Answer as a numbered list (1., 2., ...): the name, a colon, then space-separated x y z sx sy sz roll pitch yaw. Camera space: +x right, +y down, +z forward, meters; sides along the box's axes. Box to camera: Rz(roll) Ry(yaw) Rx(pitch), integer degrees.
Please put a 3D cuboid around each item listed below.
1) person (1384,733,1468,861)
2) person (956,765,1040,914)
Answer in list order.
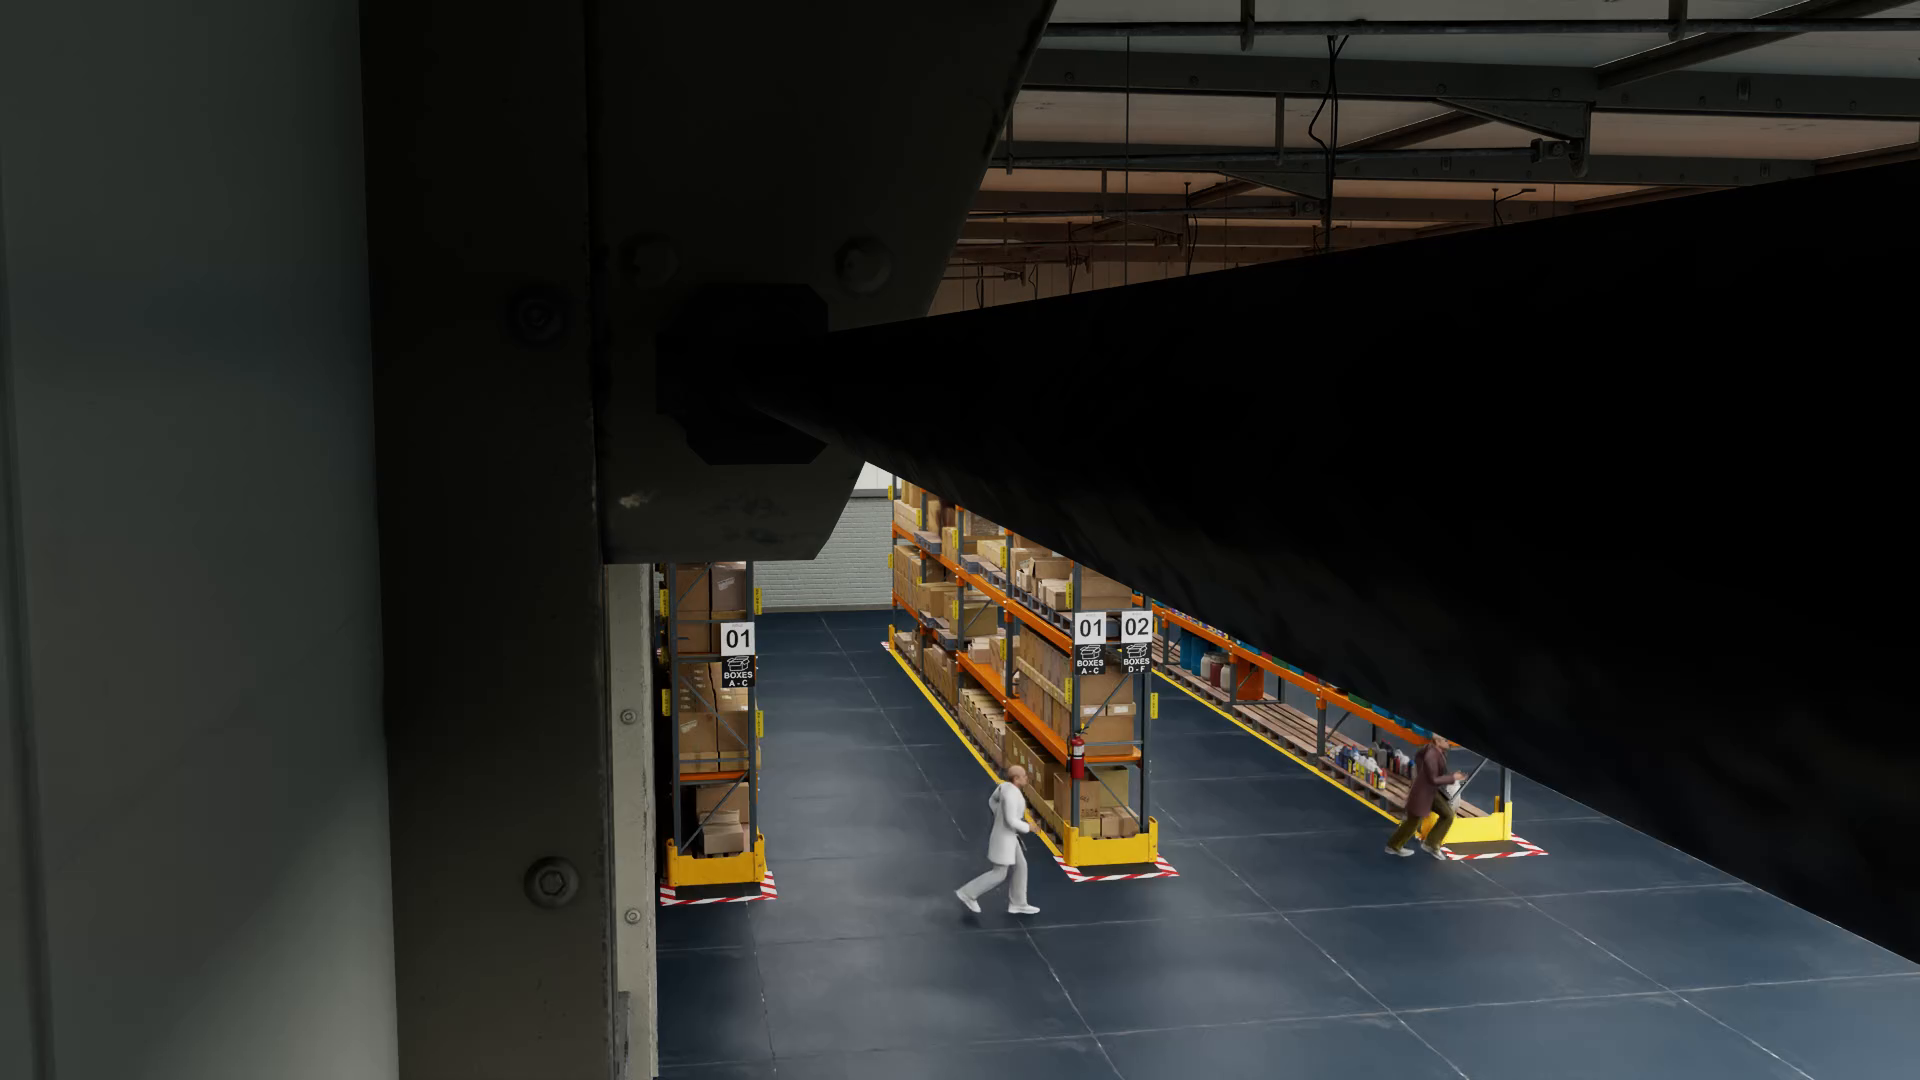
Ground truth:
1. person: 5.867 3.215 20.921 1.012 1.728 0.636 4 7 31
2. person: 0.437 3.424 18.937 0.961 1.744 0.693 0 6 2
